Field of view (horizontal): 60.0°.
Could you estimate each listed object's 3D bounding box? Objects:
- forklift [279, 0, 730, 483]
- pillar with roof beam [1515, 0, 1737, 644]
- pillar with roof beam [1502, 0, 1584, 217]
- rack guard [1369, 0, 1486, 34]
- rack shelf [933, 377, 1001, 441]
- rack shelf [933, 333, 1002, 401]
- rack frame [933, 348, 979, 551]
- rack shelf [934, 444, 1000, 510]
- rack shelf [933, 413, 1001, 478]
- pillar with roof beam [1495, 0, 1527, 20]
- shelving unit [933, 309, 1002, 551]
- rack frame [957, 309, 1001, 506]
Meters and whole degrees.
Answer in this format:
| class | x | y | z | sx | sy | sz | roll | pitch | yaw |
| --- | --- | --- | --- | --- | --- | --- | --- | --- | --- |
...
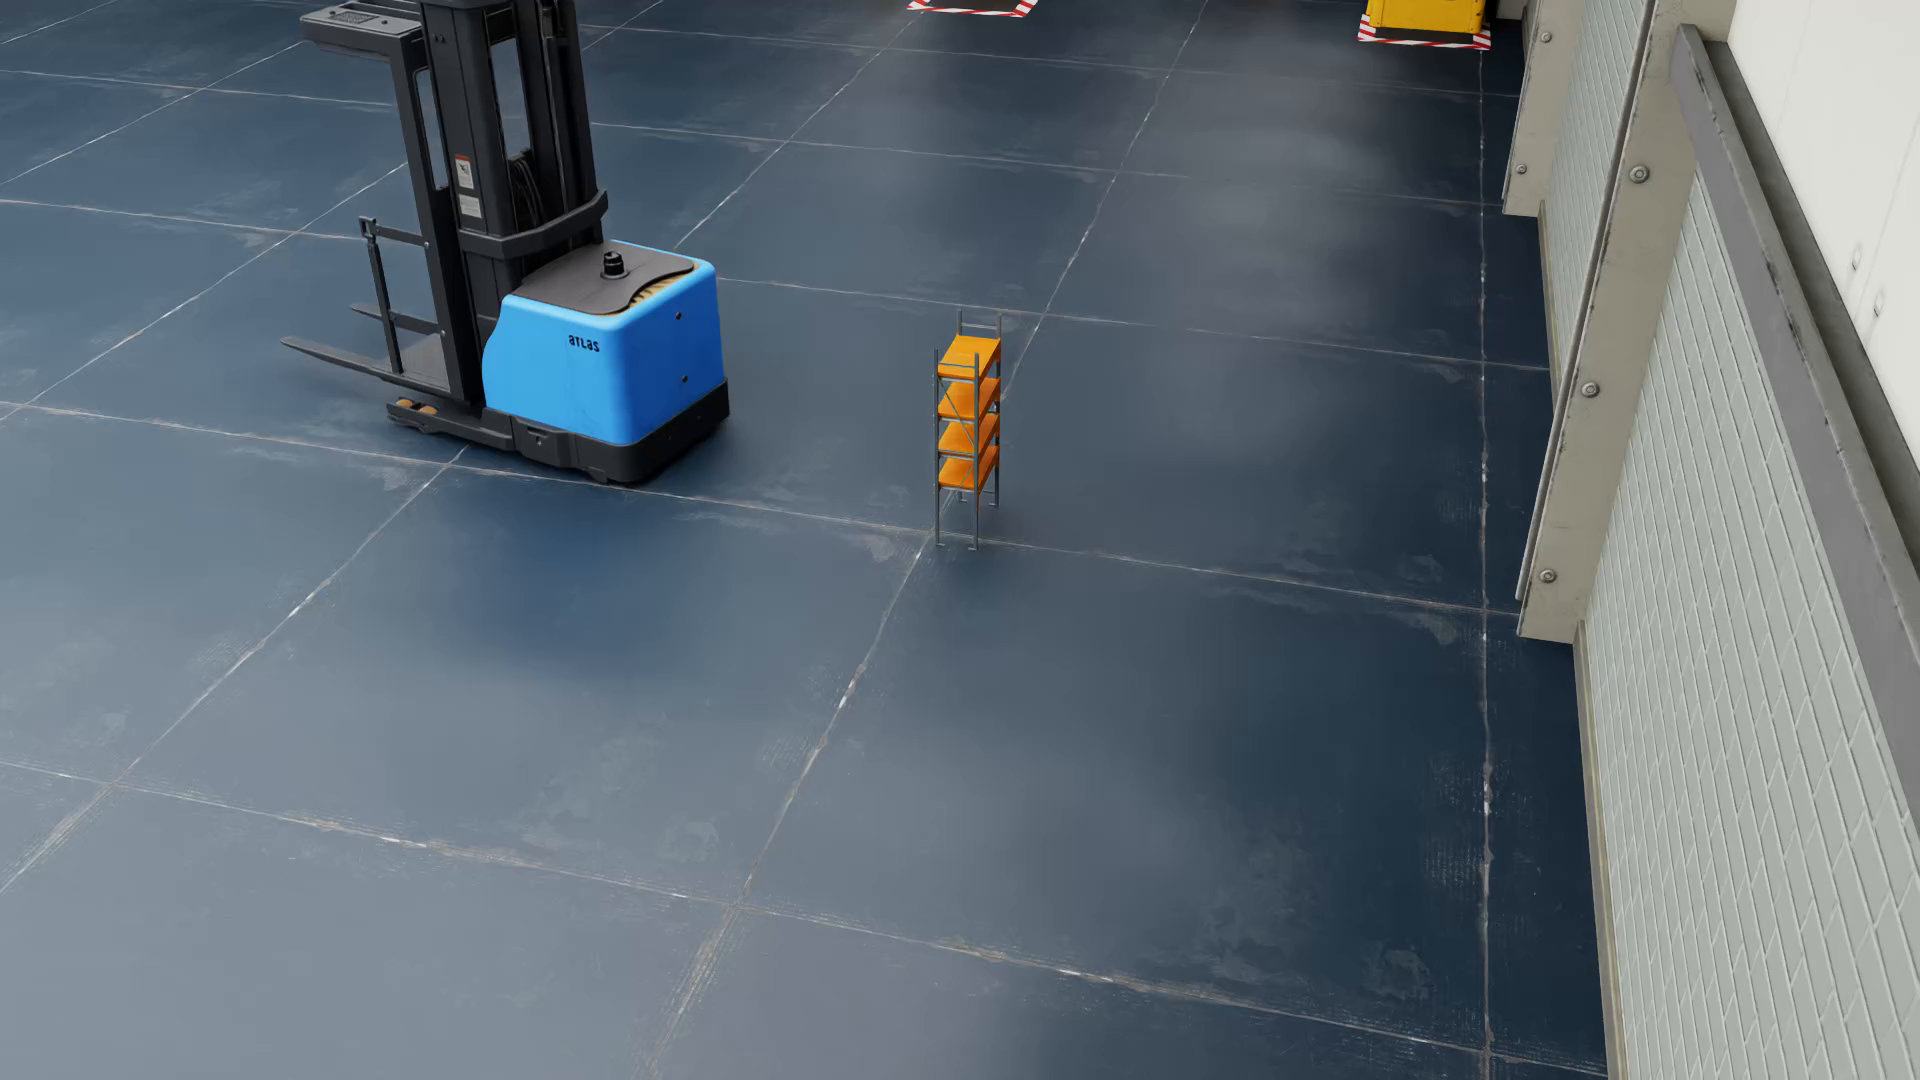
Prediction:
| class | x | y | z | sx | sy | sz | roll | pitch | yaw |
| --- | --- | --- | --- | --- | --- | --- | --- | --- | --- |
| forklift | -2.975 | -2.126 | 9.862 | 3.031 | 2.935 | 1.130 | 16 | 36 | 24 |
| pillar with roof beam | -1.123 | -3.976 | 7.117 | 9.100 | 9.000 | 0.400 | 8 | 33 | 12 |
| pillar with roof beam | 0.399 | -7.090 | 12.015 | 9.100 | 9.000 | 0.400 | 8 | 33 | 12 |
| rack guard | 5.031 | -5.780 | 17.875 | 1.175 | 0.500 | 0.348 | 8 | 33 | 12 |
| rack shelf | 0.042 | -0.724 | 8.979 | 0.258 | 0.148 | 0.480 | 8 | 33 | 12 |
| rack shelf | 0.042 | -0.924 | 8.852 | 0.258 | 0.148 | 0.480 | 8 | 33 | 12 |
| rack frame | -0.020 | -0.466 | 8.864 | 0.240 | 1.200 | 0.015 | 8 | 33 | 12 |
| rack shelf | 0.042 | -0.368 | 9.206 | 0.258 | 0.148 | 0.480 | 8 | 33 | 12 |
| rack shelf | 0.042 | -0.535 | 9.099 | 0.258 | 0.148 | 0.480 | 8 | 33 | 12 |
| pillar with roof beam | 1.922 | -10.203 | 16.912 | 9.100 | 9.000 | 0.400 | 8 | 33 | 12 |
| shelving unit | 0.042 | -0.592 | 9.063 | 0.258 | 1.200 | 0.503 | 8 | 33 | 12 |
| rack frame | 0.104 | -0.719 | 9.262 | 0.240 | 1.200 | 0.015 | 8 | 33 | 12 |
